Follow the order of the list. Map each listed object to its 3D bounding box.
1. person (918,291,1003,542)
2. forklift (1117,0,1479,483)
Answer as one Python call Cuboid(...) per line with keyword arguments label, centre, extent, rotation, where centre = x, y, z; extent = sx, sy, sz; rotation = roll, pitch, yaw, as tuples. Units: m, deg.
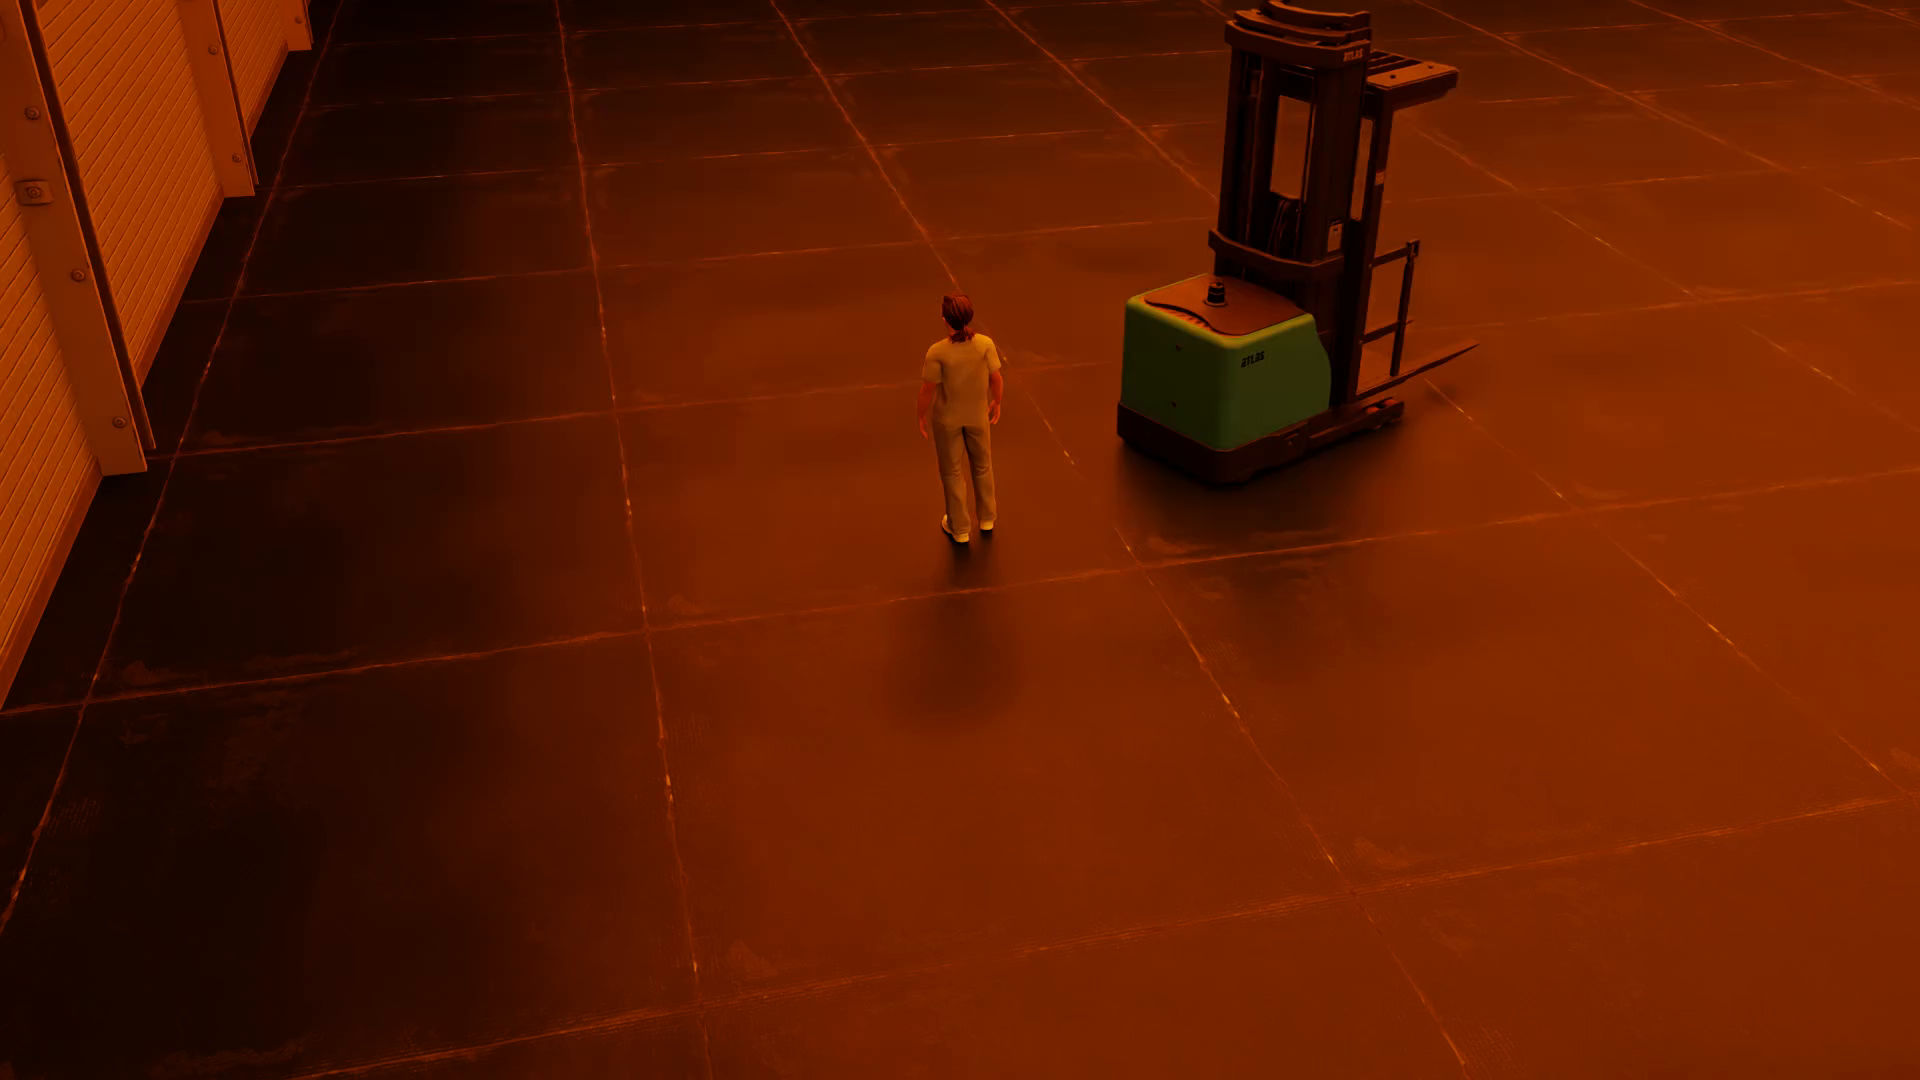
Cuboid(label="person", centre=(-0.006, -0.769, 10.151), extent=(0.549, 1.663, 0.532), rotation=(-7, 31, -12))
Cuboid(label="forklift", centre=(2.565, -2.237, 11.439), extent=(3.031, 2.935, 1.130), rotation=(-22, 37, -33))
